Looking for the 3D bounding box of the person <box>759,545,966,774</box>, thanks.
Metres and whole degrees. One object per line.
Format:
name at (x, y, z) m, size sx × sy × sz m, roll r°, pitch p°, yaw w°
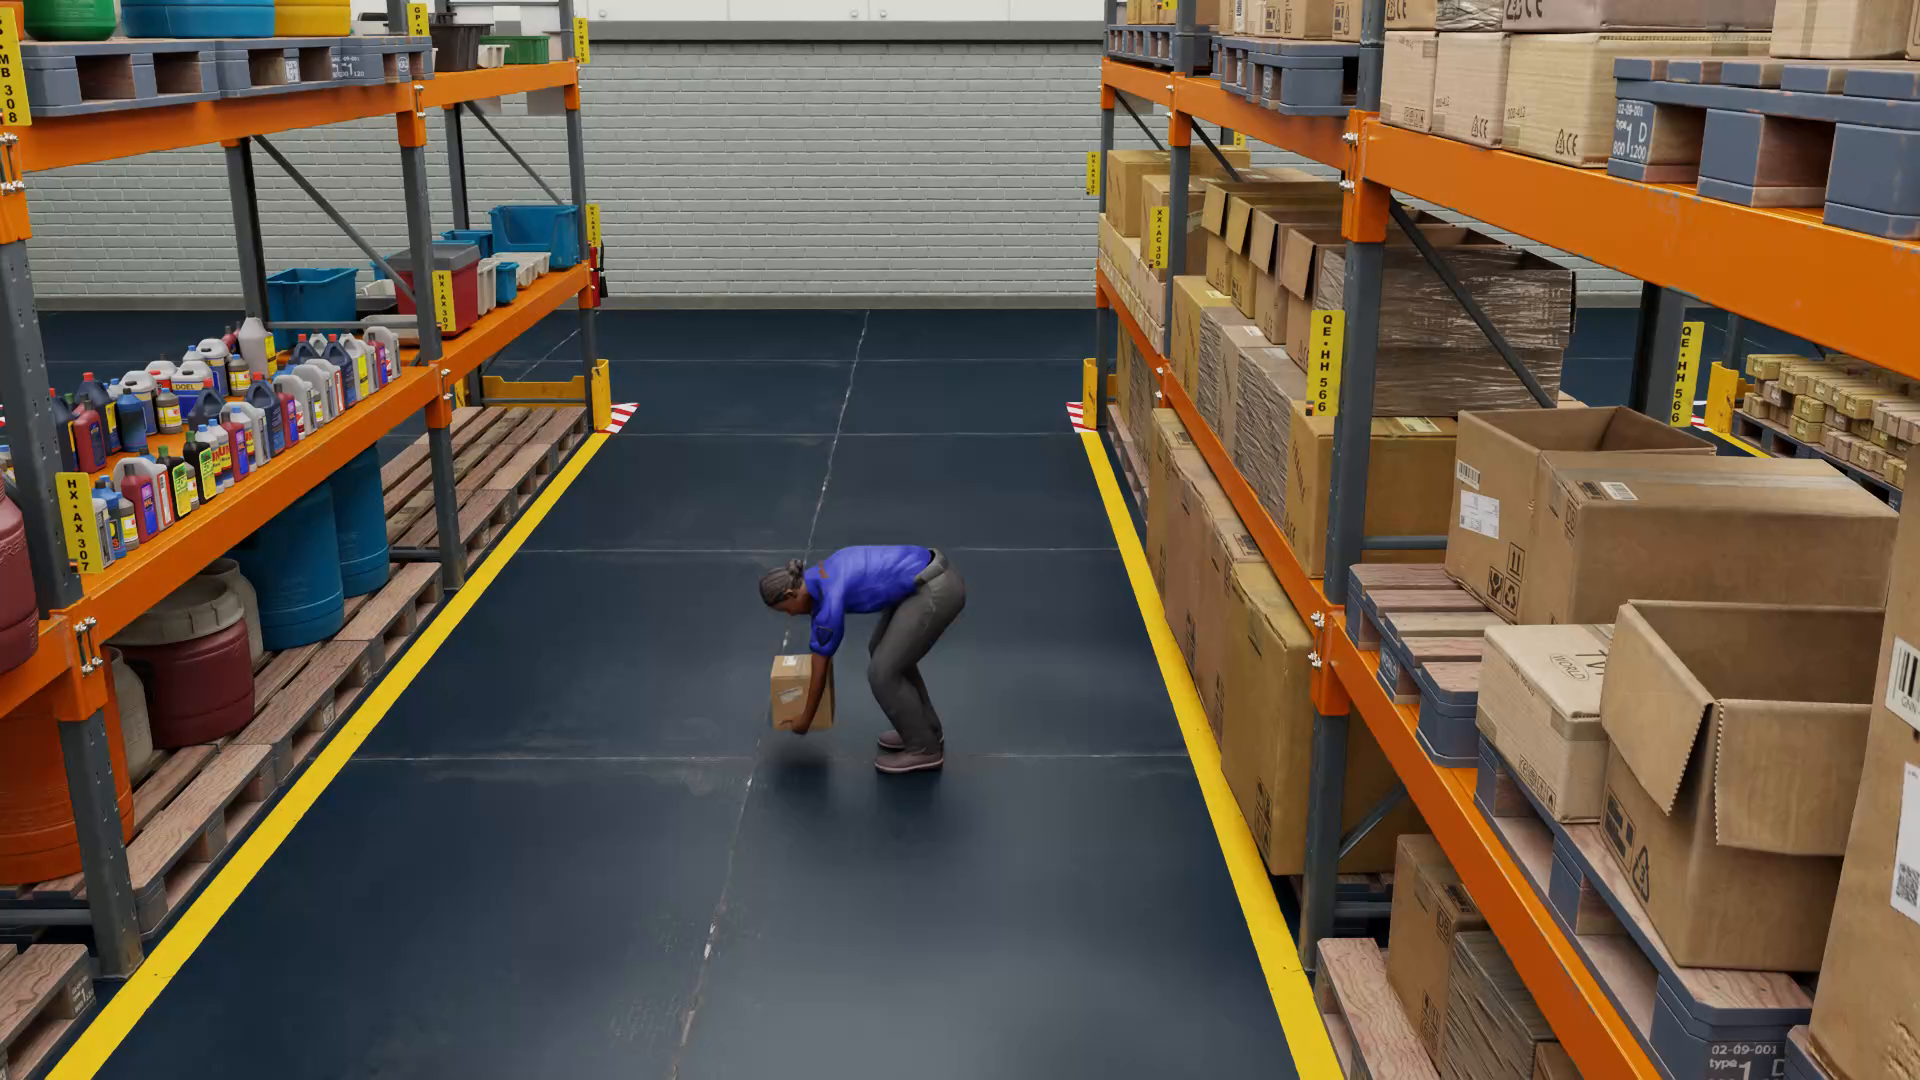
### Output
person at (-0.412, 0.498, 7.144) m, size 0.876 × 0.954 × 0.445 m, roll -1°, pitch 17°, yaw -2°
